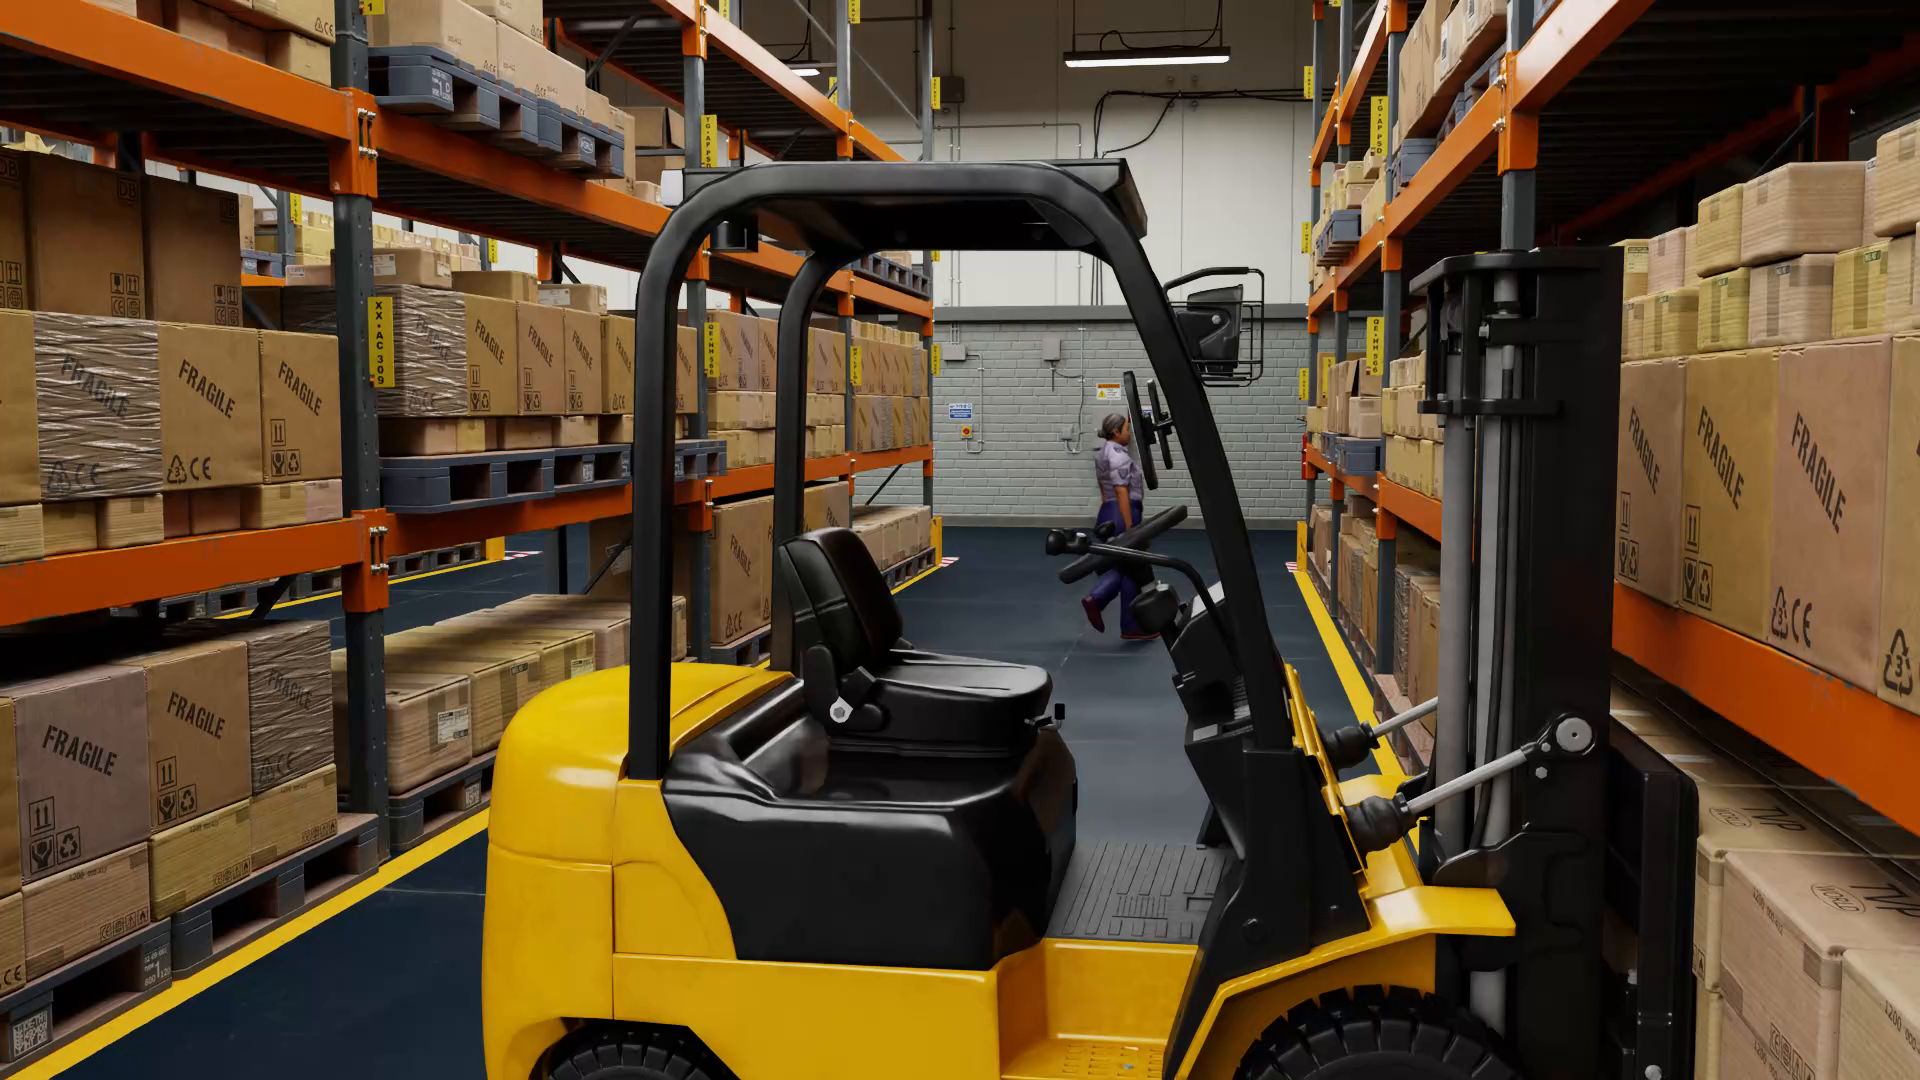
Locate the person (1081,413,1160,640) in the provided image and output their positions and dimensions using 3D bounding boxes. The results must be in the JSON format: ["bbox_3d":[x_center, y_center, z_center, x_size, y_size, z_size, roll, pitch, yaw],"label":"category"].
[{"bbox_3d":[1.181,-0.103,12.099,0.522,1.635,0.499,-1,5,-14],"label":"person"}]
